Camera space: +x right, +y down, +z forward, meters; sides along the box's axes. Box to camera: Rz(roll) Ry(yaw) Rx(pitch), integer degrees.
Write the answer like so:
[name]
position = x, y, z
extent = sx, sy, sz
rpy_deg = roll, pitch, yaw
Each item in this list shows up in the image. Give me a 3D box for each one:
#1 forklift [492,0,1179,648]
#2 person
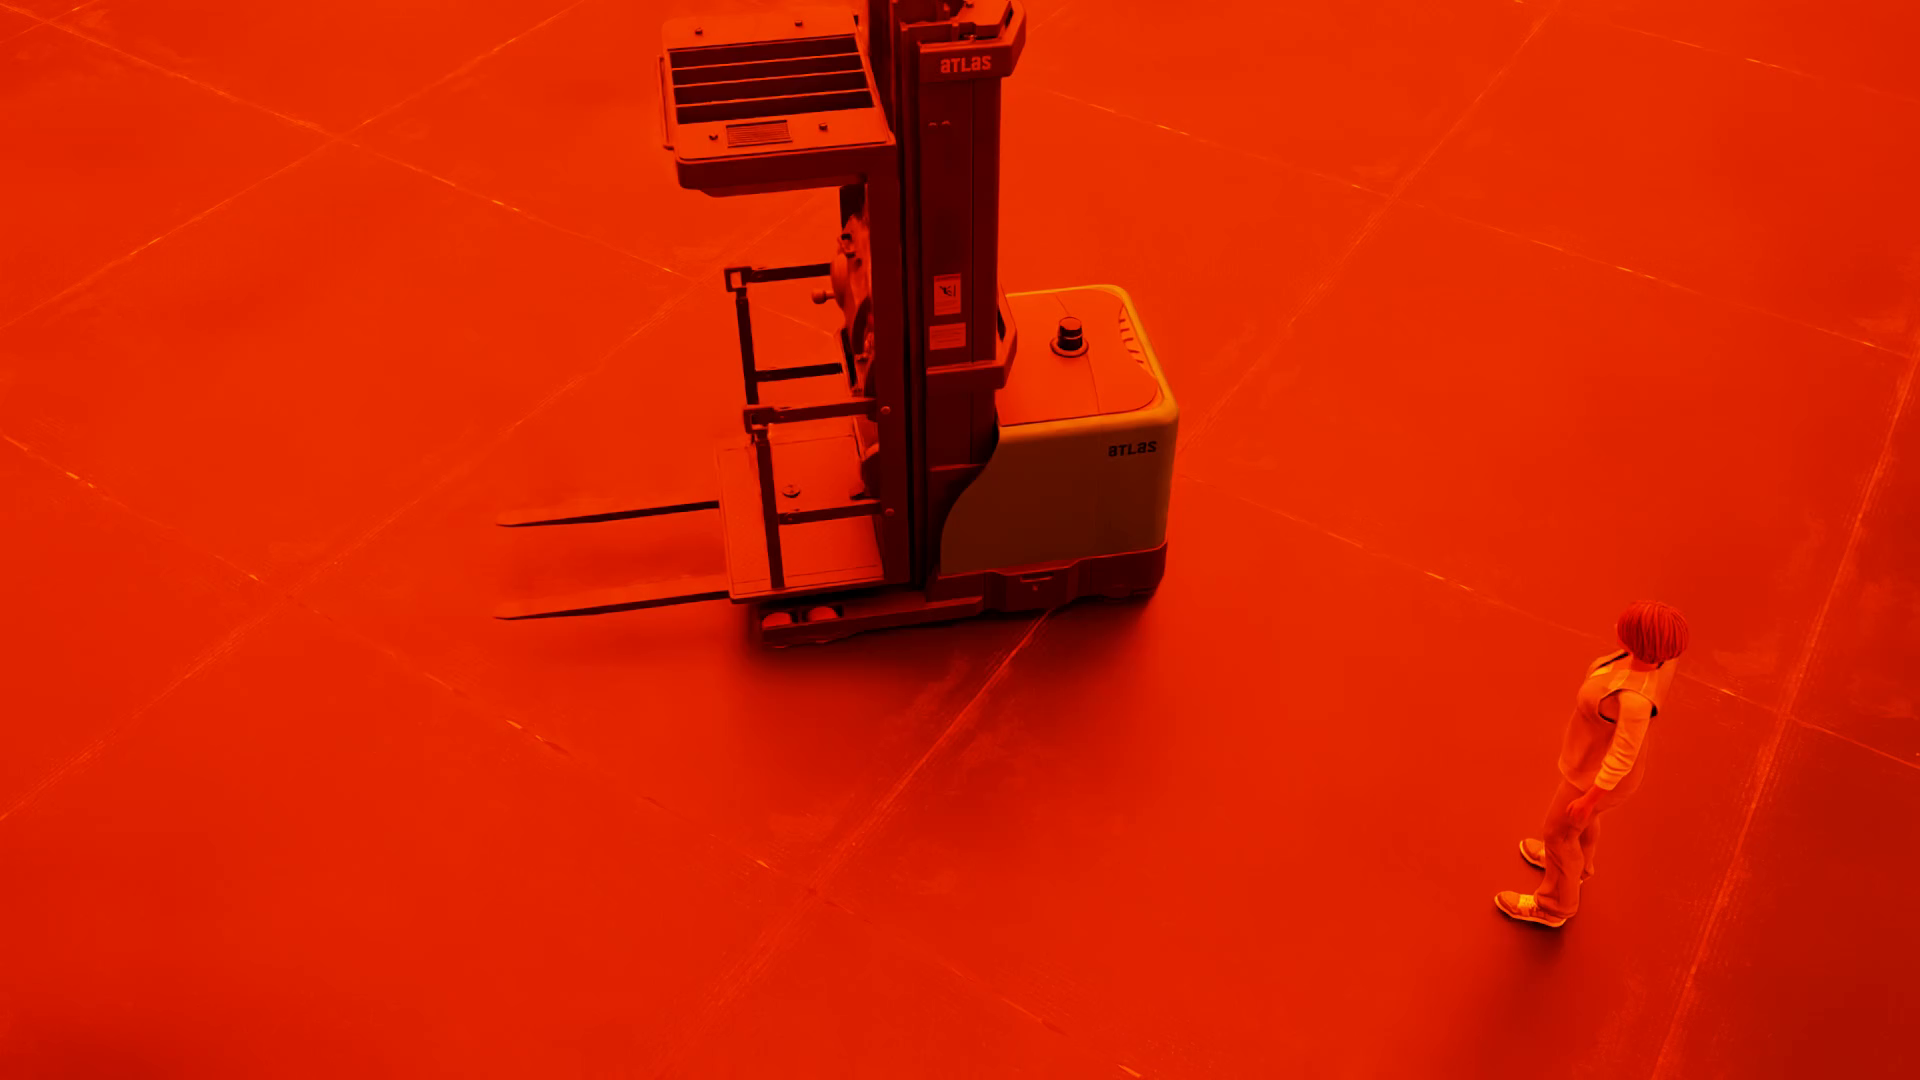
[forklift]
position = -0.622, -0.973, 6.875
extent = 3.031, 2.935, 1.130
rpy_deg = -7, 44, -7
[person]
position = 2.286, 0.802, 5.972
extent = 0.317, 1.599, 0.465
rpy_deg = 21, 47, 21
